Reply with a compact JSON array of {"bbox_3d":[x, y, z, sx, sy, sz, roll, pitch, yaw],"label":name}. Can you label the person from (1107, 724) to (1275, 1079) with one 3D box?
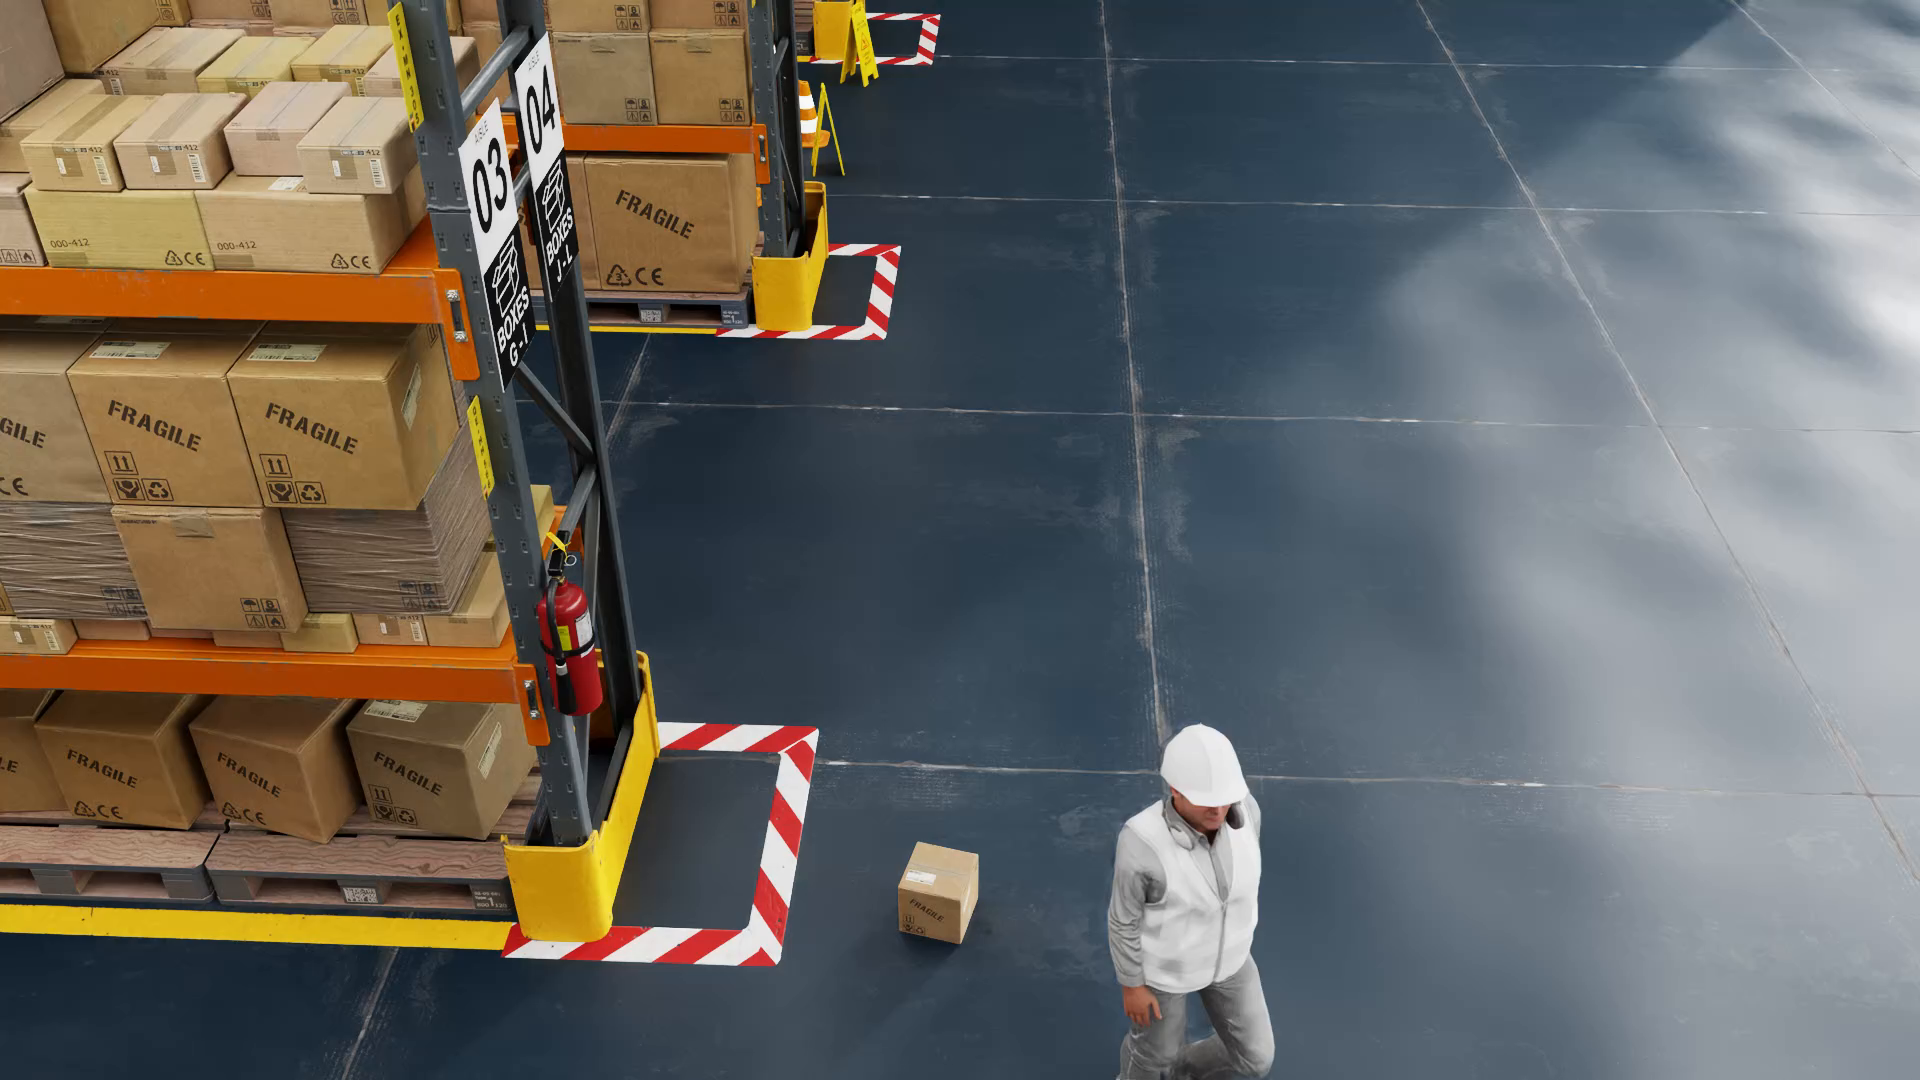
[{"bbox_3d":[0.726,1.329,5.212,0.559,1.805,0.483,-16,39,-21],"label":"person"}]
